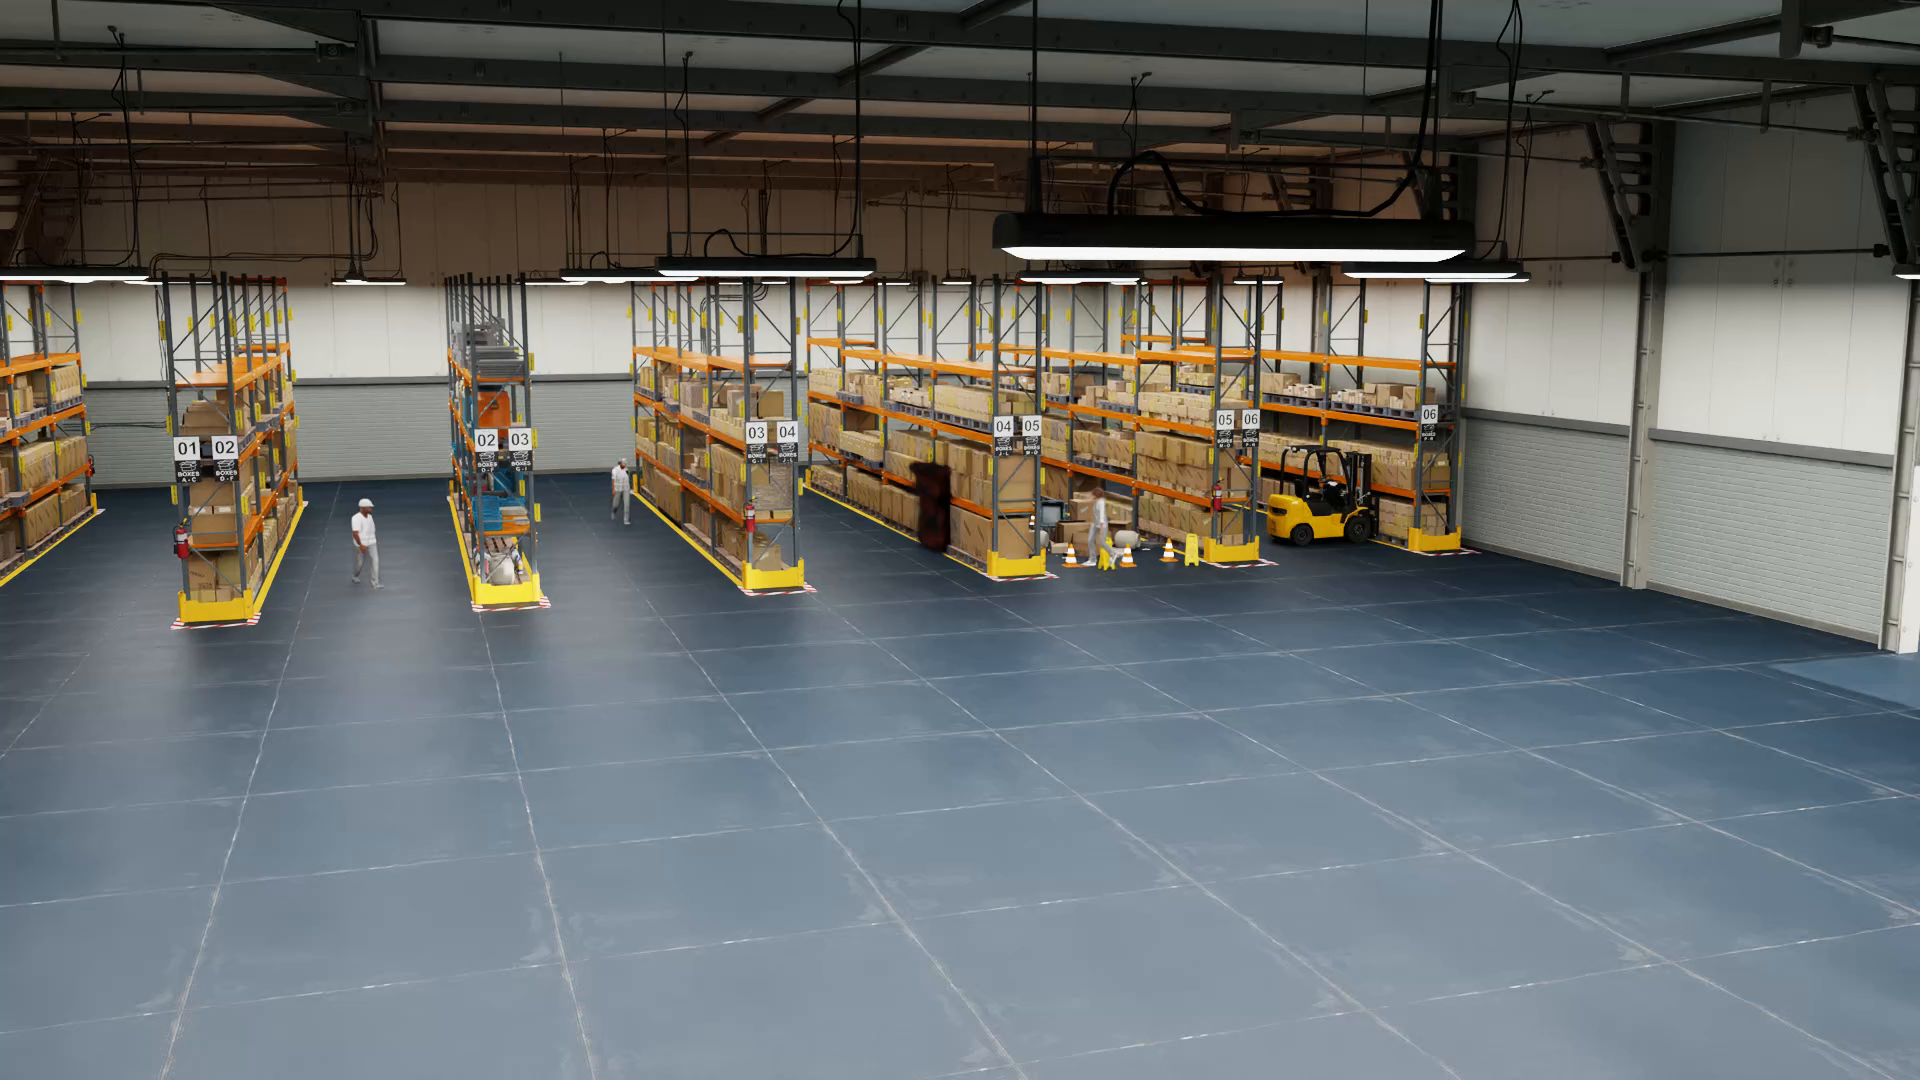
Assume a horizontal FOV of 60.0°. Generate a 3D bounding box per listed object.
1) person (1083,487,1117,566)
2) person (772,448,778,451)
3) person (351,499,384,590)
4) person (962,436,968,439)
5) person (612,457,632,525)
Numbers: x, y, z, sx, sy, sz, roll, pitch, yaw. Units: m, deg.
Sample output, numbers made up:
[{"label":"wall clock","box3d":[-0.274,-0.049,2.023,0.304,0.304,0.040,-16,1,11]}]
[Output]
[{"label":"person","box3d":[2.780,-0.253,32.766,0.709,1.579,0.398,-7,11,-40]},{"label":"person","box3d":[-5.355,-2.303,47.615,0.590,1.674,1.020,-1,9,-7]},{"label":"person","box3d":[-11.436,0.079,31.897,0.494,1.736,0.975,-7,11,-39]},{"label":"person","box3d":[0.339,-2.927,51.945,0.575,1.612,0.997,-7,11,-39]},{"label":"person","box3d":[-8.269,-1.215,40.620,0.484,1.632,0.665,-3,9,-20]}]
